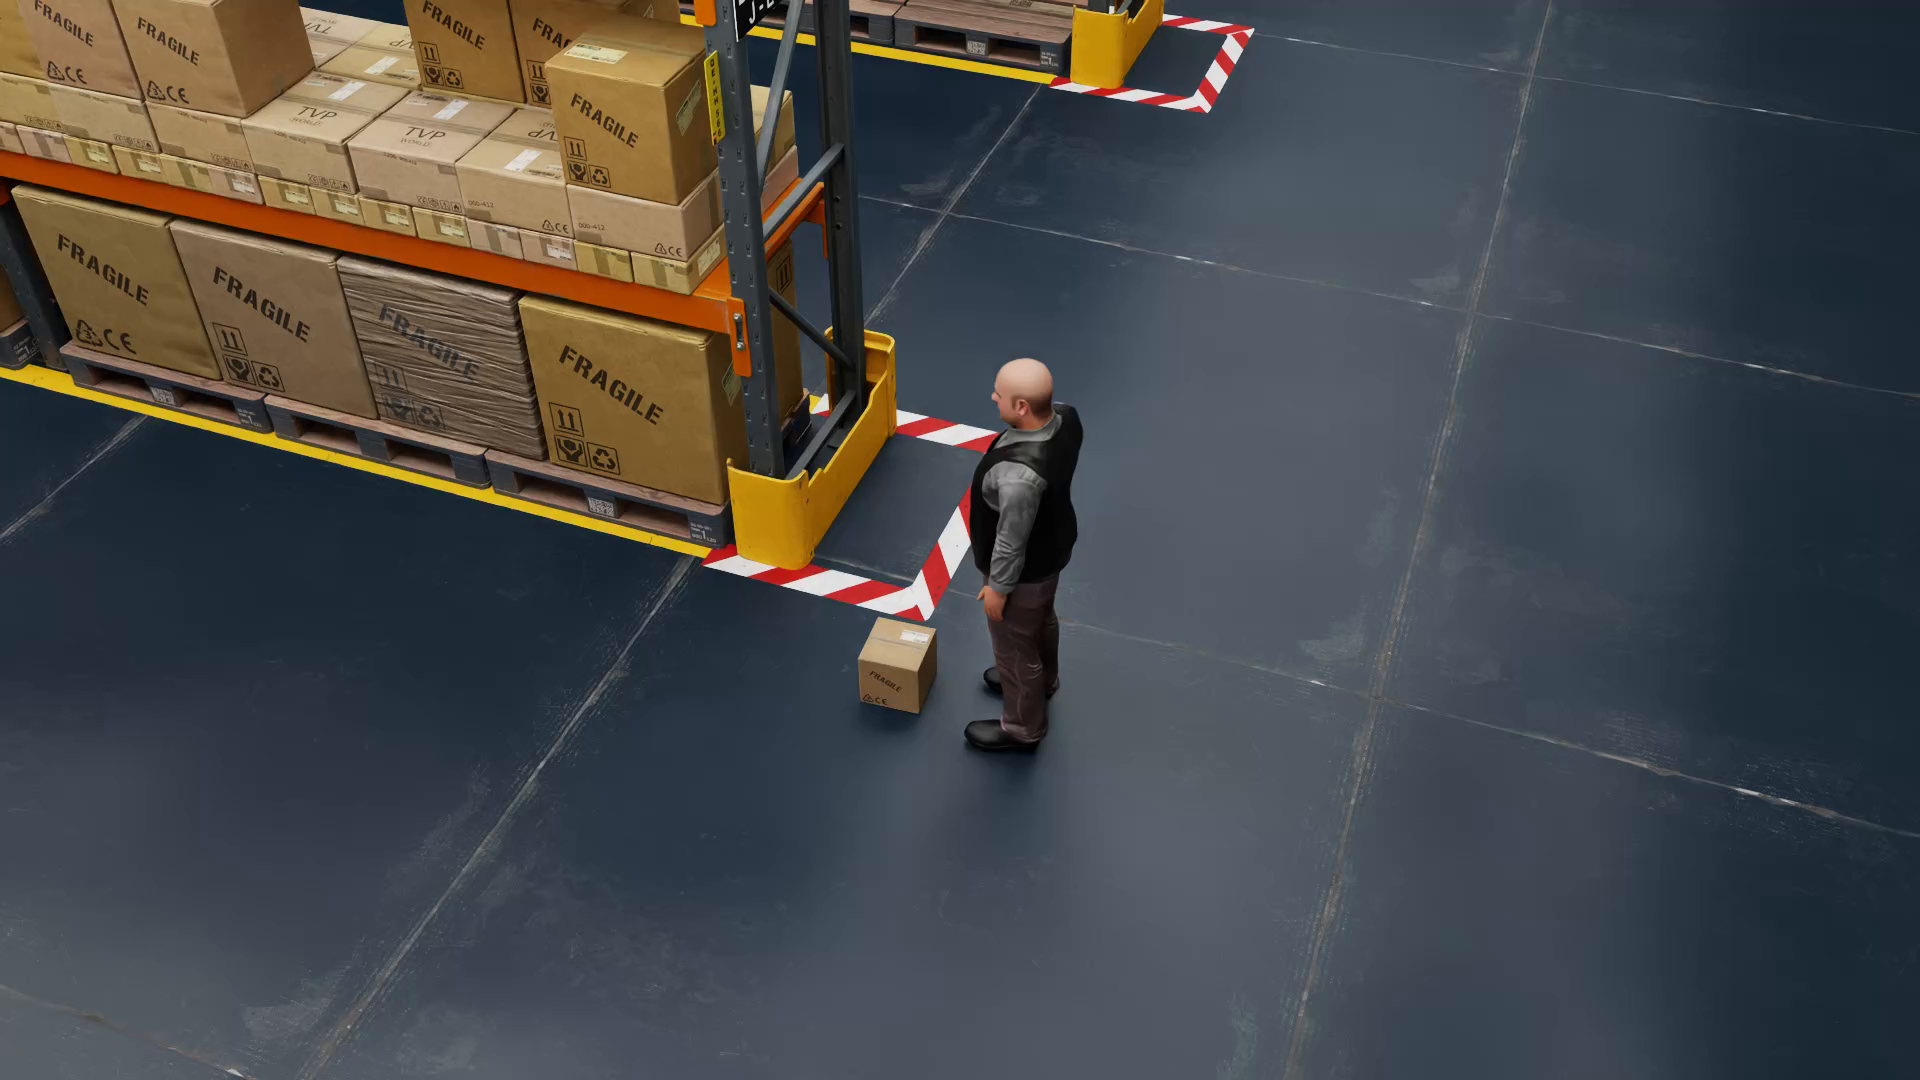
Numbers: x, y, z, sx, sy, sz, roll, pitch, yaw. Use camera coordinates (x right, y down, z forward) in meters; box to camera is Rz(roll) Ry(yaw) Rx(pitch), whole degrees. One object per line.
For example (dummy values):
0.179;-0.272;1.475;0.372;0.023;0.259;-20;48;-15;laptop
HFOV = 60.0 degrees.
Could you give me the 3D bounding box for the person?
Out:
0.215;0.062;6.091;0.381;1.720;0.539;15;43;16;person
